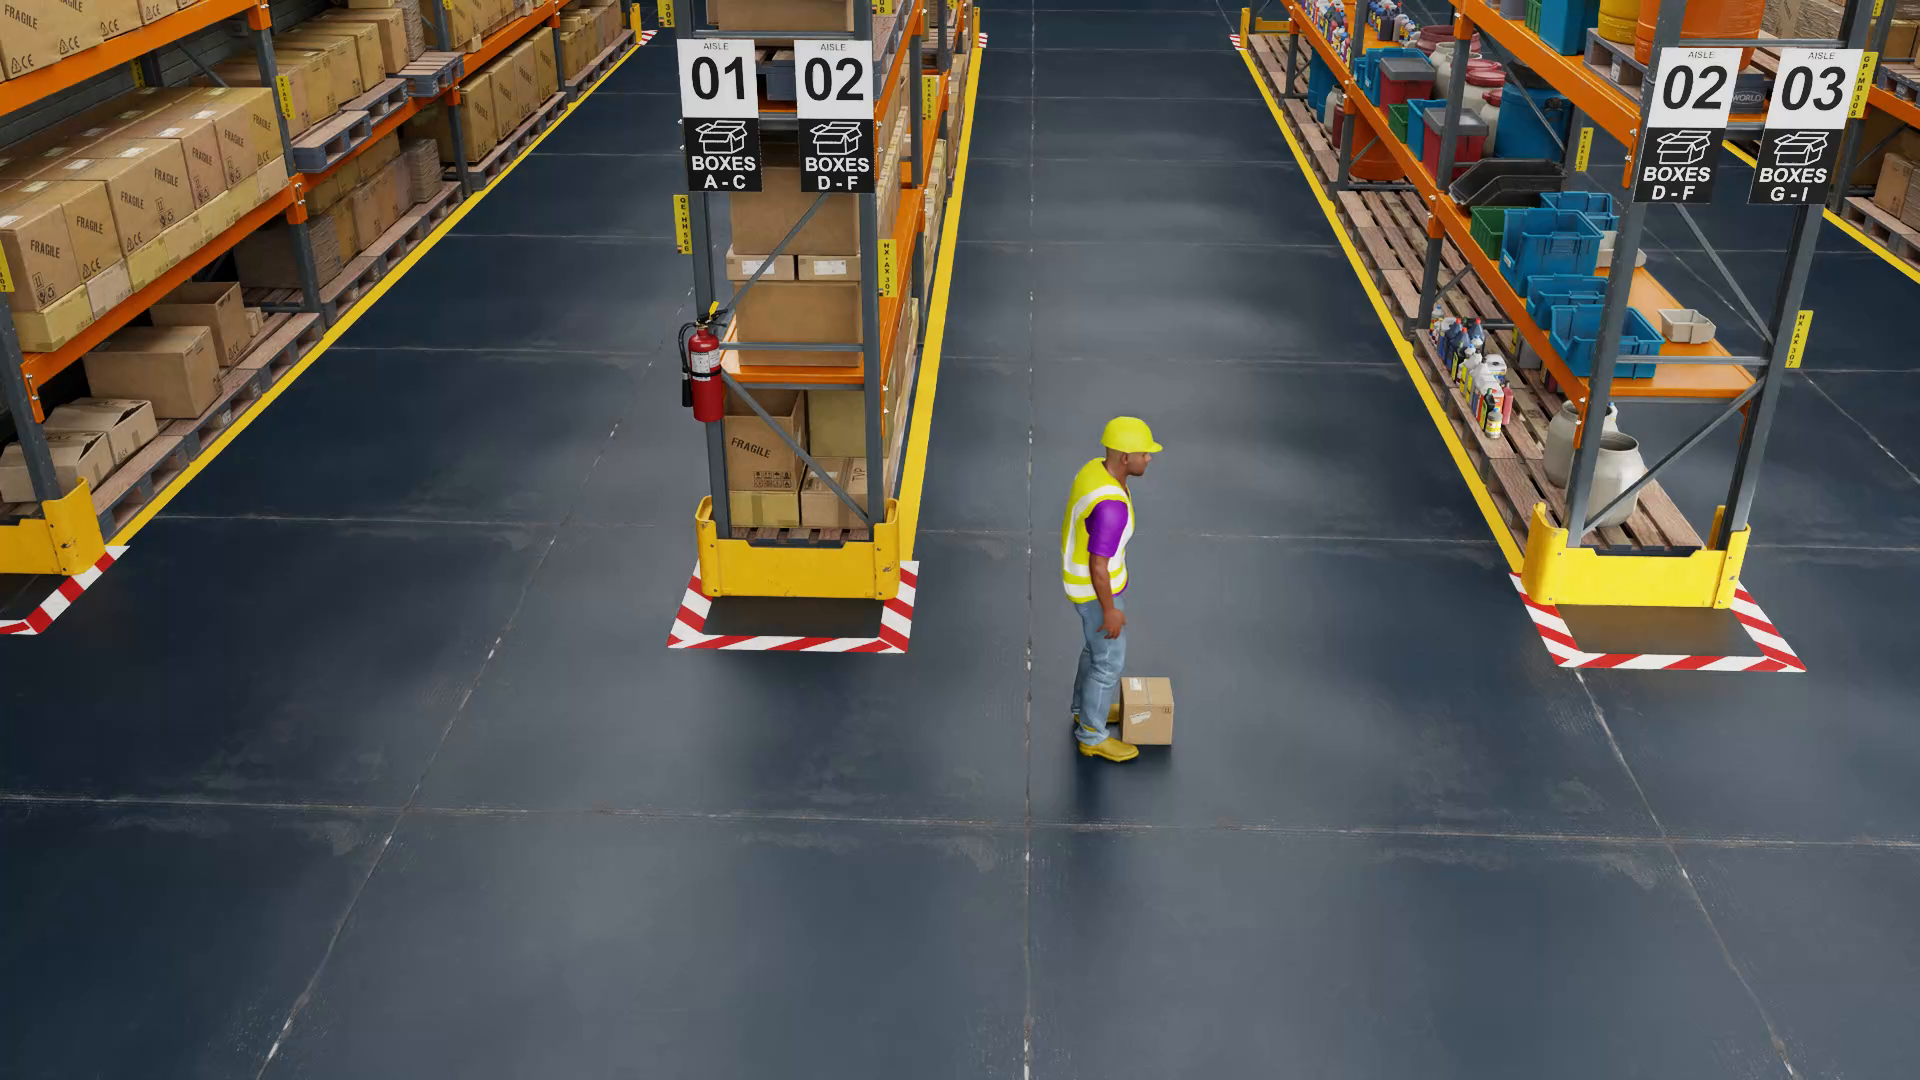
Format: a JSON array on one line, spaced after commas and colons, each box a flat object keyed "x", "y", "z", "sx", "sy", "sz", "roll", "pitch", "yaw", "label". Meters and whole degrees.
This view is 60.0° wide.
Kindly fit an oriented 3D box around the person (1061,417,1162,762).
[{"x": 0.725, "y": 0.216, "z": 8.192, "sx": 0.460, "sy": 1.760, "sz": 0.627, "roll": 1, "pitch": 28, "yaw": 2, "label": "person"}]
